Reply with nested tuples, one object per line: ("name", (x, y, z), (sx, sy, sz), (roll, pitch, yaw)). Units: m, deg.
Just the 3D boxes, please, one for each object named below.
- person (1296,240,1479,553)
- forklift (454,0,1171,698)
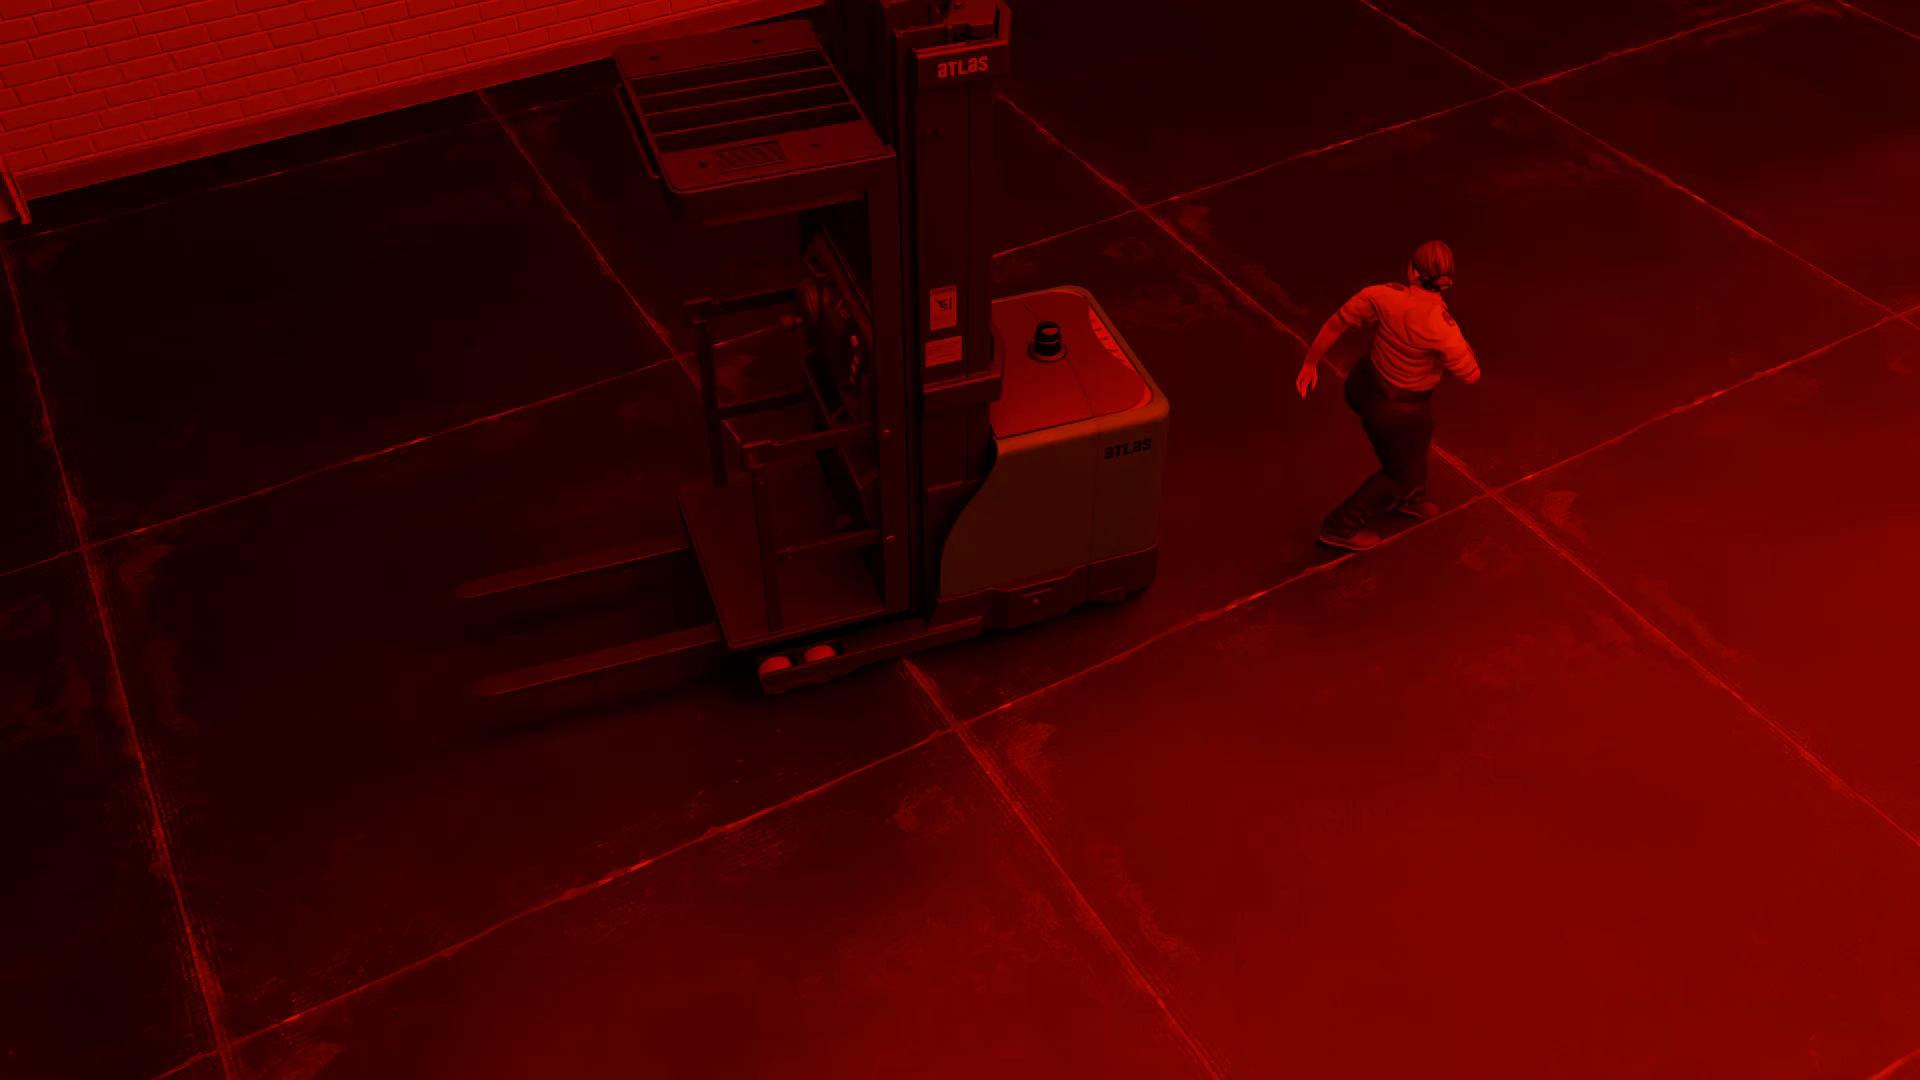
("person", (1.953, -0.609, 7.386), (0.828, 1.637, 0.527), (-13, 45, -14))
("forklift", (-0.681, -0.821, 6.583), (3.031, 2.935, 1.130), (-13, 45, -14))
